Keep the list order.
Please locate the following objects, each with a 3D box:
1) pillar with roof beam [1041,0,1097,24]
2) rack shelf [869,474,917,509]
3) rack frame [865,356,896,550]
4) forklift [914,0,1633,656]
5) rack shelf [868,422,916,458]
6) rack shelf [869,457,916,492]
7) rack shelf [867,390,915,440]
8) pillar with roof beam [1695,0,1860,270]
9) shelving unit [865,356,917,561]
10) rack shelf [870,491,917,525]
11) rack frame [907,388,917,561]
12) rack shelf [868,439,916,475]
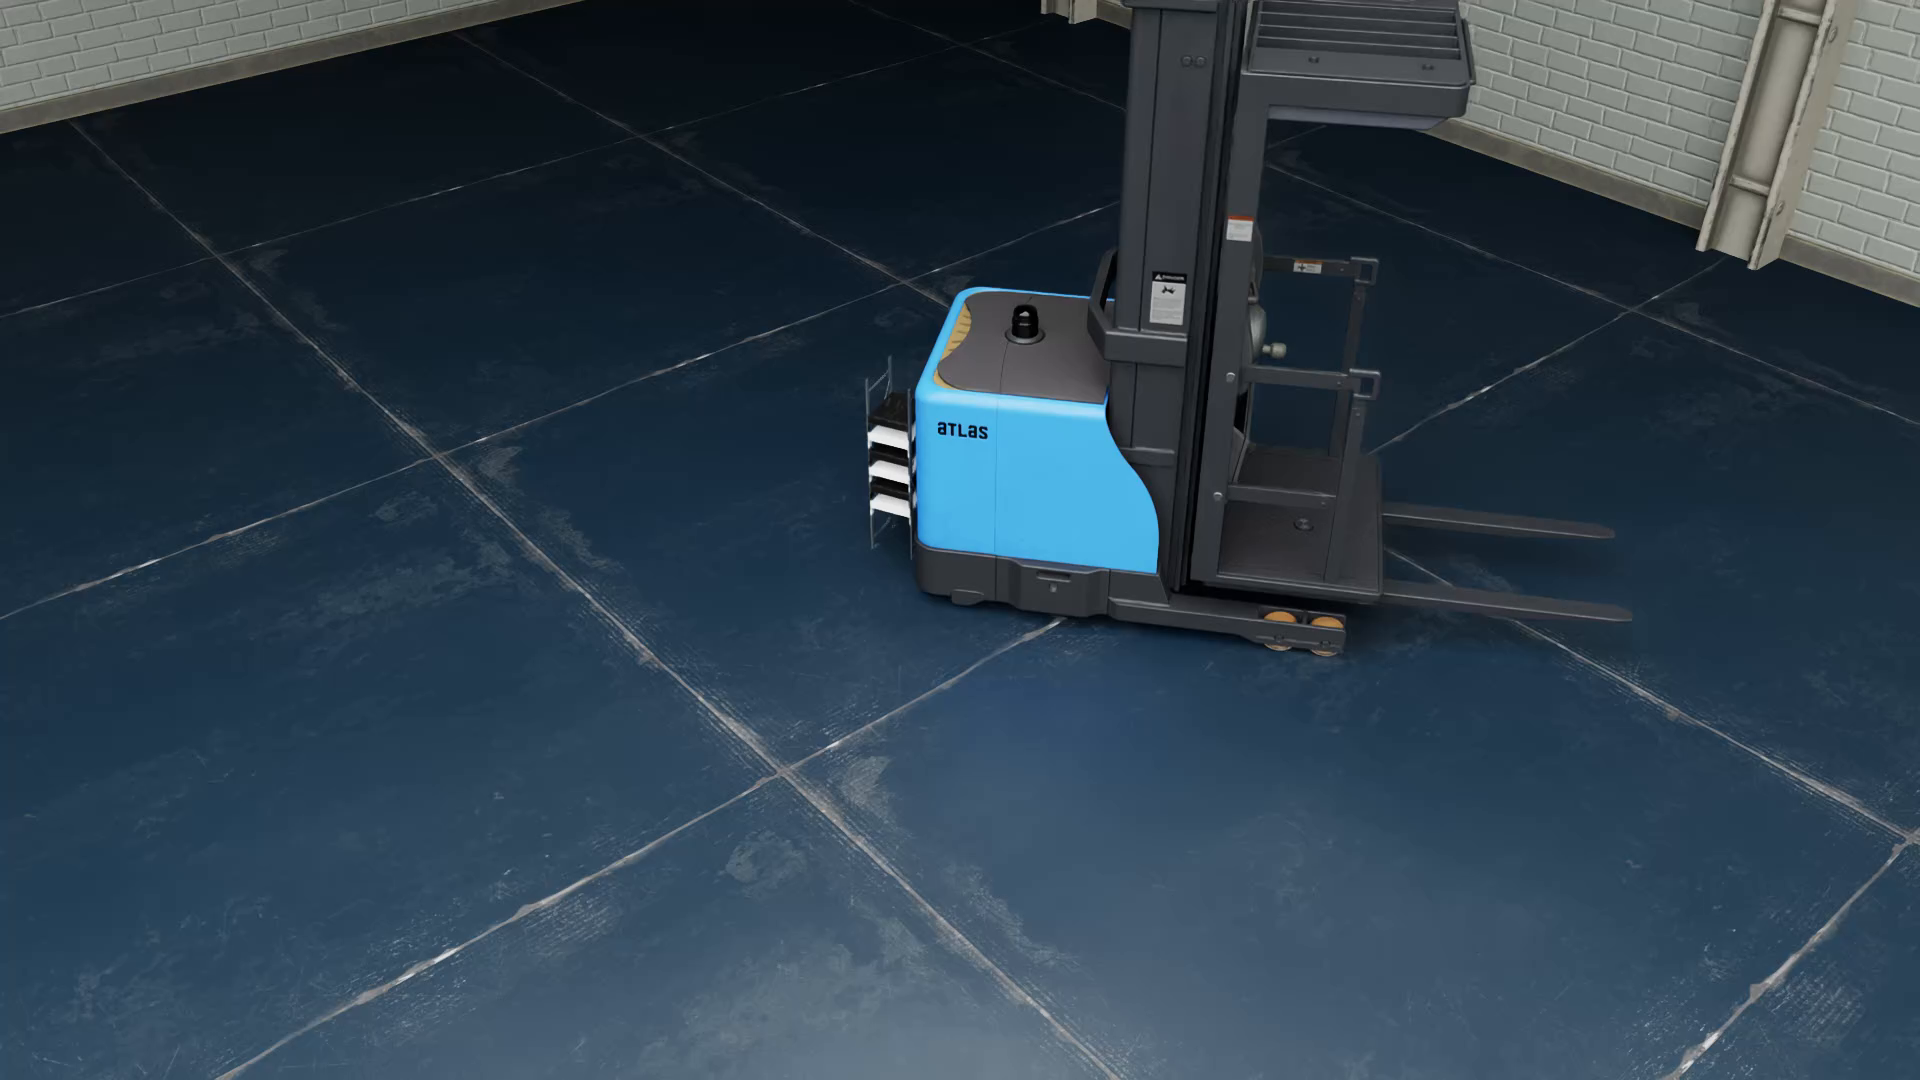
[{"bbox_3d":[-2.366,-6.489,9.126,9.100,9.000,0.400,-26,43,-32],"label":"pillar with roof beam"},{"bbox_3d":[-0.264,-0.259,7.551,0.200,0.077,0.258,15,38,20],"label":"rack shelf"},{"bbox_3d":[-0.357,-0.384,7.514,0.006,0.900,0.240,15,38,20],"label":"rack frame"},{"bbox_3d":[1.371,-1.040,6.682,3.031,2.935,1.130,7,36,9],"label":"forklift"},{"bbox_3d":[-0.264,-0.480,7.395,0.200,0.077,0.258,15,38,20],"label":"rack shelf"},{"bbox_3d":[-0.264,-0.333,7.499,0.200,0.077,0.258,15,38,20],"label":"rack shelf"},{"bbox_3d":[-0.264,-0.553,7.343,0.200,0.077,0.258,15,38,20],"label":"rack shelf"},{"bbox_3d":[1.506,-3.840,5.385,9.100,9.000,0.400,-26,43,-32],"label":"pillar with roof beam"},{"bbox_3d":[-0.264,-0.360,7.480,0.210,0.900,0.258,15,38,20],"label":"shelving unit"},{"bbox_3d":[-0.264,-0.186,7.603,0.200,0.077,0.258,15,38,20],"label":"rack shelf"},{"bbox_3d":[-0.172,-0.335,7.445,0.006,0.900,0.240,15,38,20],"label":"rack frame"},{"bbox_3d":[-0.264,-0.406,7.447,0.200,0.077,0.258,15,38,20],"label":"rack shelf"}]
